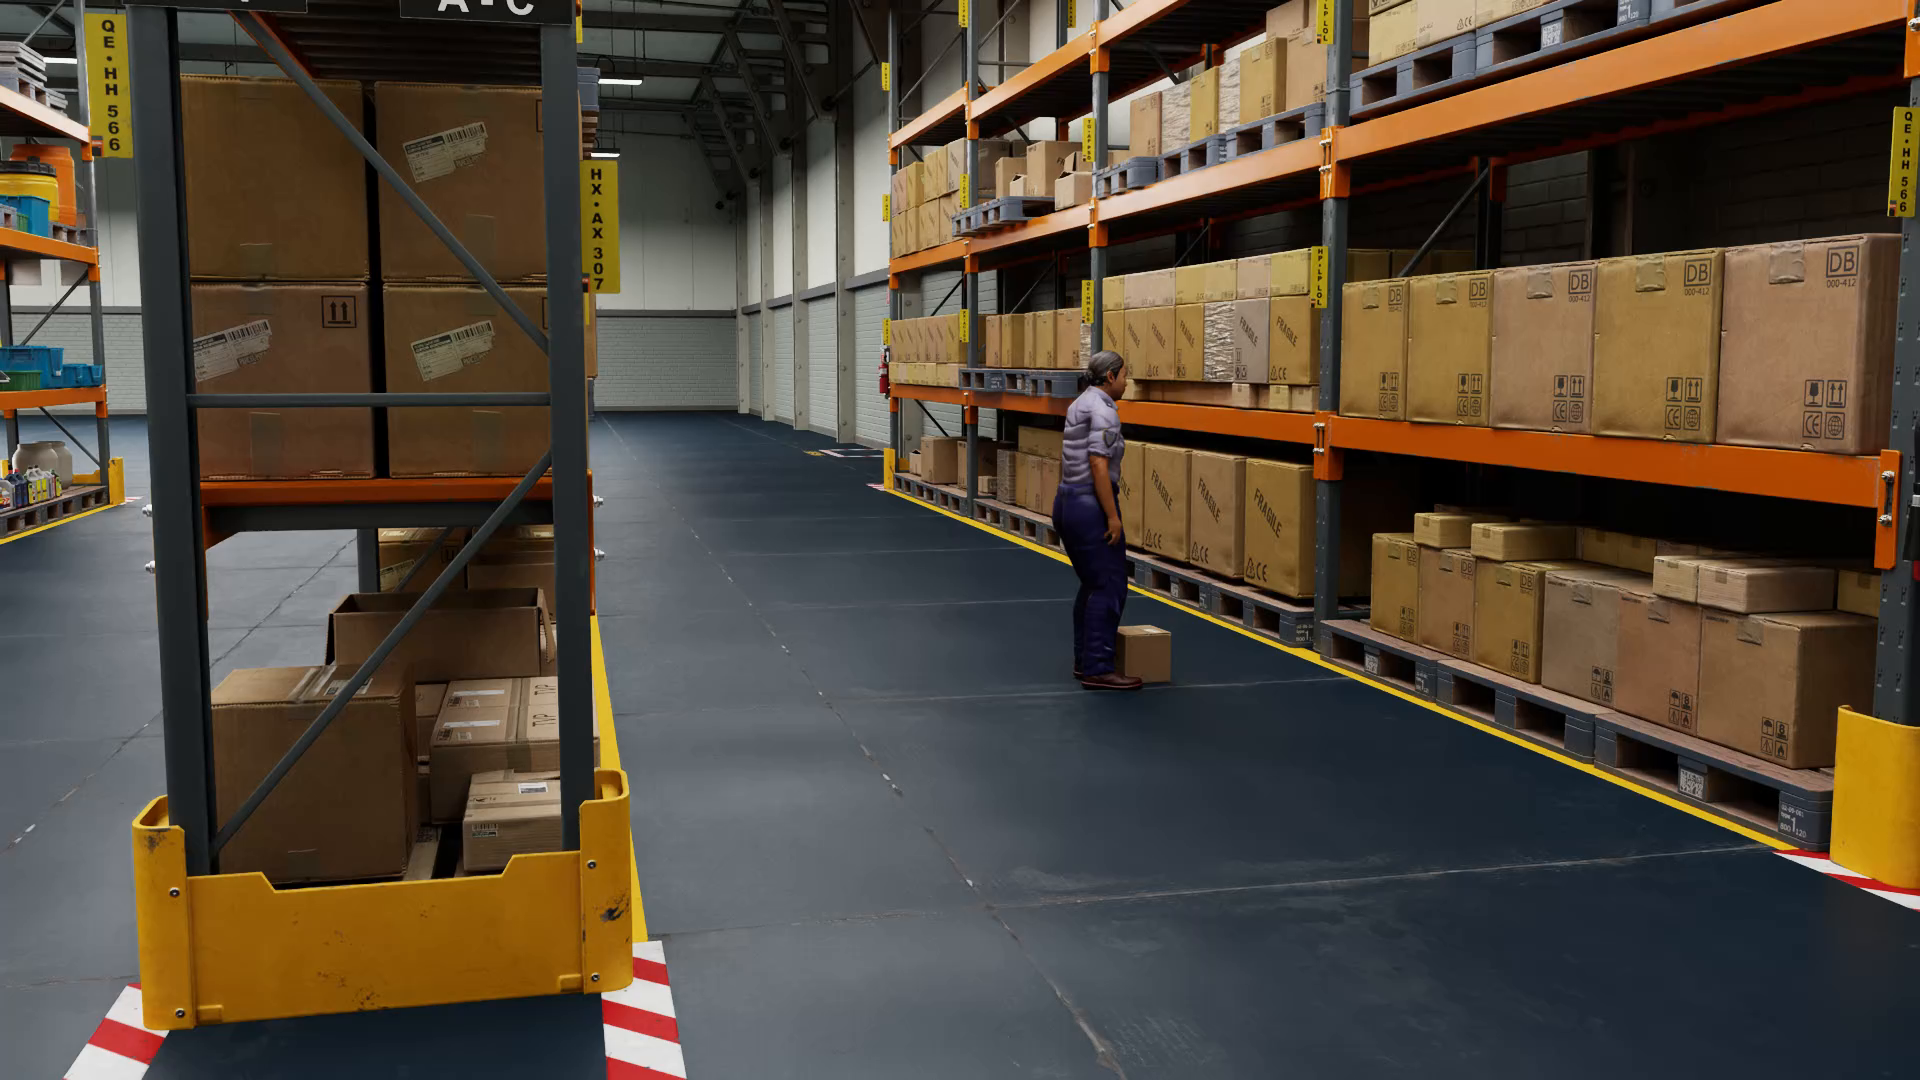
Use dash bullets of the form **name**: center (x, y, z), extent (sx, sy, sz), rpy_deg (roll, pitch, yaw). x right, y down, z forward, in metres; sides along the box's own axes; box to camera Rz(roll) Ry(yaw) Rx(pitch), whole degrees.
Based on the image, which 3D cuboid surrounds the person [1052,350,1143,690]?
- **person**: center (0.688, -0.112, 8.250), extent (0.419, 1.651, 0.537), rpy_deg (-2, 6, -14)
